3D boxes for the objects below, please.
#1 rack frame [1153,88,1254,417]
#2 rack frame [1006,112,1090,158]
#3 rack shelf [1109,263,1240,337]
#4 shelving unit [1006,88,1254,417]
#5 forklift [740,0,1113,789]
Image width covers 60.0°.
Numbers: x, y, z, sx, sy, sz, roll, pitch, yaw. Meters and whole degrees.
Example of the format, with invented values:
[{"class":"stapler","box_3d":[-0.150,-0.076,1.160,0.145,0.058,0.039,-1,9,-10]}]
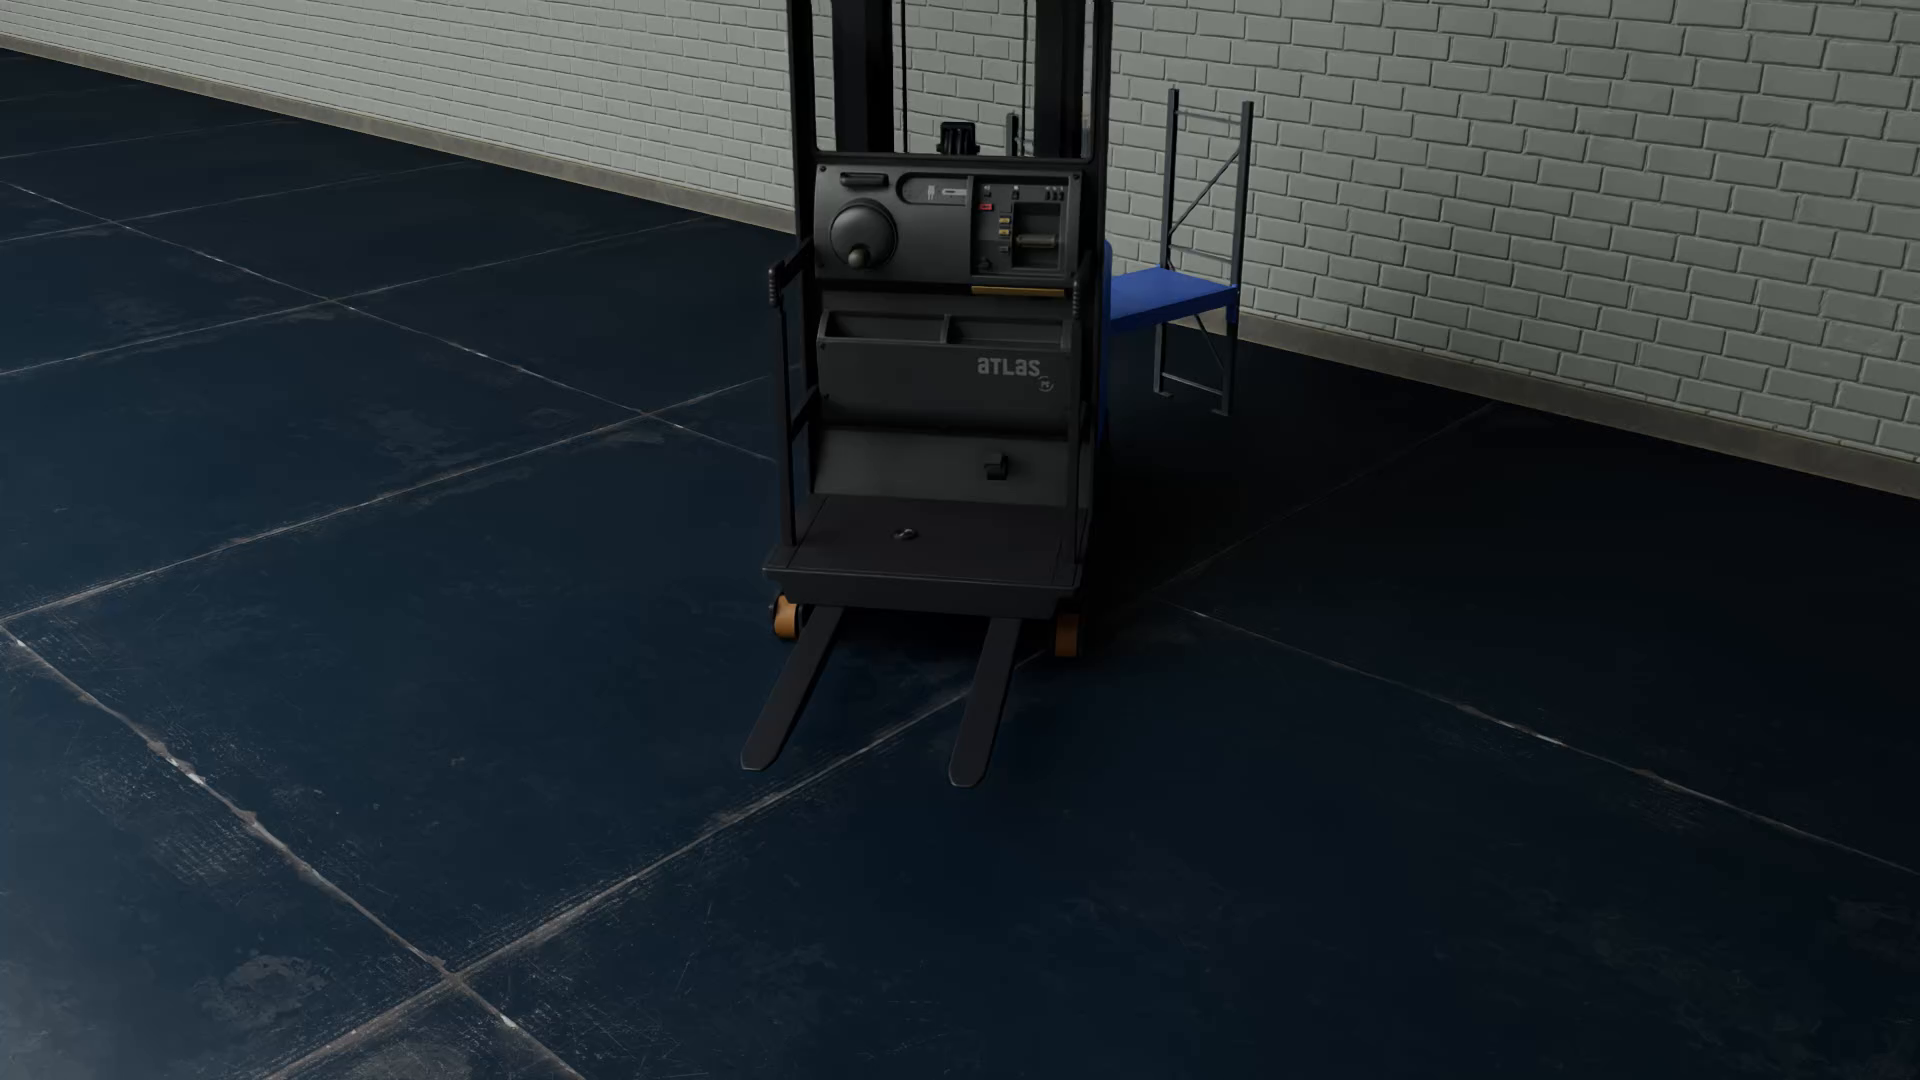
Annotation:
[{"class":"rack frame","box_3d":[1.151,-1.362,7.955,0.032,1.500,0.500,-19,30,-36]},{"class":"rack frame","box_3d":[0.372,-1.095,7.358,0.032,1.500,0.500,-19,30,-36]},{"class":"rack shelf","box_3d":[0.762,-1.064,7.730,1.000,0.185,0.538,-19,30,-36]},{"class":"shelving unit","box_3d":[0.762,-1.228,7.657,1.048,1.500,0.538,-19,30,-36]},{"class":"forklift","box_3d":[-0.073,-1.074,5.563,1.130,2.935,3.031,3,24,8]}]
